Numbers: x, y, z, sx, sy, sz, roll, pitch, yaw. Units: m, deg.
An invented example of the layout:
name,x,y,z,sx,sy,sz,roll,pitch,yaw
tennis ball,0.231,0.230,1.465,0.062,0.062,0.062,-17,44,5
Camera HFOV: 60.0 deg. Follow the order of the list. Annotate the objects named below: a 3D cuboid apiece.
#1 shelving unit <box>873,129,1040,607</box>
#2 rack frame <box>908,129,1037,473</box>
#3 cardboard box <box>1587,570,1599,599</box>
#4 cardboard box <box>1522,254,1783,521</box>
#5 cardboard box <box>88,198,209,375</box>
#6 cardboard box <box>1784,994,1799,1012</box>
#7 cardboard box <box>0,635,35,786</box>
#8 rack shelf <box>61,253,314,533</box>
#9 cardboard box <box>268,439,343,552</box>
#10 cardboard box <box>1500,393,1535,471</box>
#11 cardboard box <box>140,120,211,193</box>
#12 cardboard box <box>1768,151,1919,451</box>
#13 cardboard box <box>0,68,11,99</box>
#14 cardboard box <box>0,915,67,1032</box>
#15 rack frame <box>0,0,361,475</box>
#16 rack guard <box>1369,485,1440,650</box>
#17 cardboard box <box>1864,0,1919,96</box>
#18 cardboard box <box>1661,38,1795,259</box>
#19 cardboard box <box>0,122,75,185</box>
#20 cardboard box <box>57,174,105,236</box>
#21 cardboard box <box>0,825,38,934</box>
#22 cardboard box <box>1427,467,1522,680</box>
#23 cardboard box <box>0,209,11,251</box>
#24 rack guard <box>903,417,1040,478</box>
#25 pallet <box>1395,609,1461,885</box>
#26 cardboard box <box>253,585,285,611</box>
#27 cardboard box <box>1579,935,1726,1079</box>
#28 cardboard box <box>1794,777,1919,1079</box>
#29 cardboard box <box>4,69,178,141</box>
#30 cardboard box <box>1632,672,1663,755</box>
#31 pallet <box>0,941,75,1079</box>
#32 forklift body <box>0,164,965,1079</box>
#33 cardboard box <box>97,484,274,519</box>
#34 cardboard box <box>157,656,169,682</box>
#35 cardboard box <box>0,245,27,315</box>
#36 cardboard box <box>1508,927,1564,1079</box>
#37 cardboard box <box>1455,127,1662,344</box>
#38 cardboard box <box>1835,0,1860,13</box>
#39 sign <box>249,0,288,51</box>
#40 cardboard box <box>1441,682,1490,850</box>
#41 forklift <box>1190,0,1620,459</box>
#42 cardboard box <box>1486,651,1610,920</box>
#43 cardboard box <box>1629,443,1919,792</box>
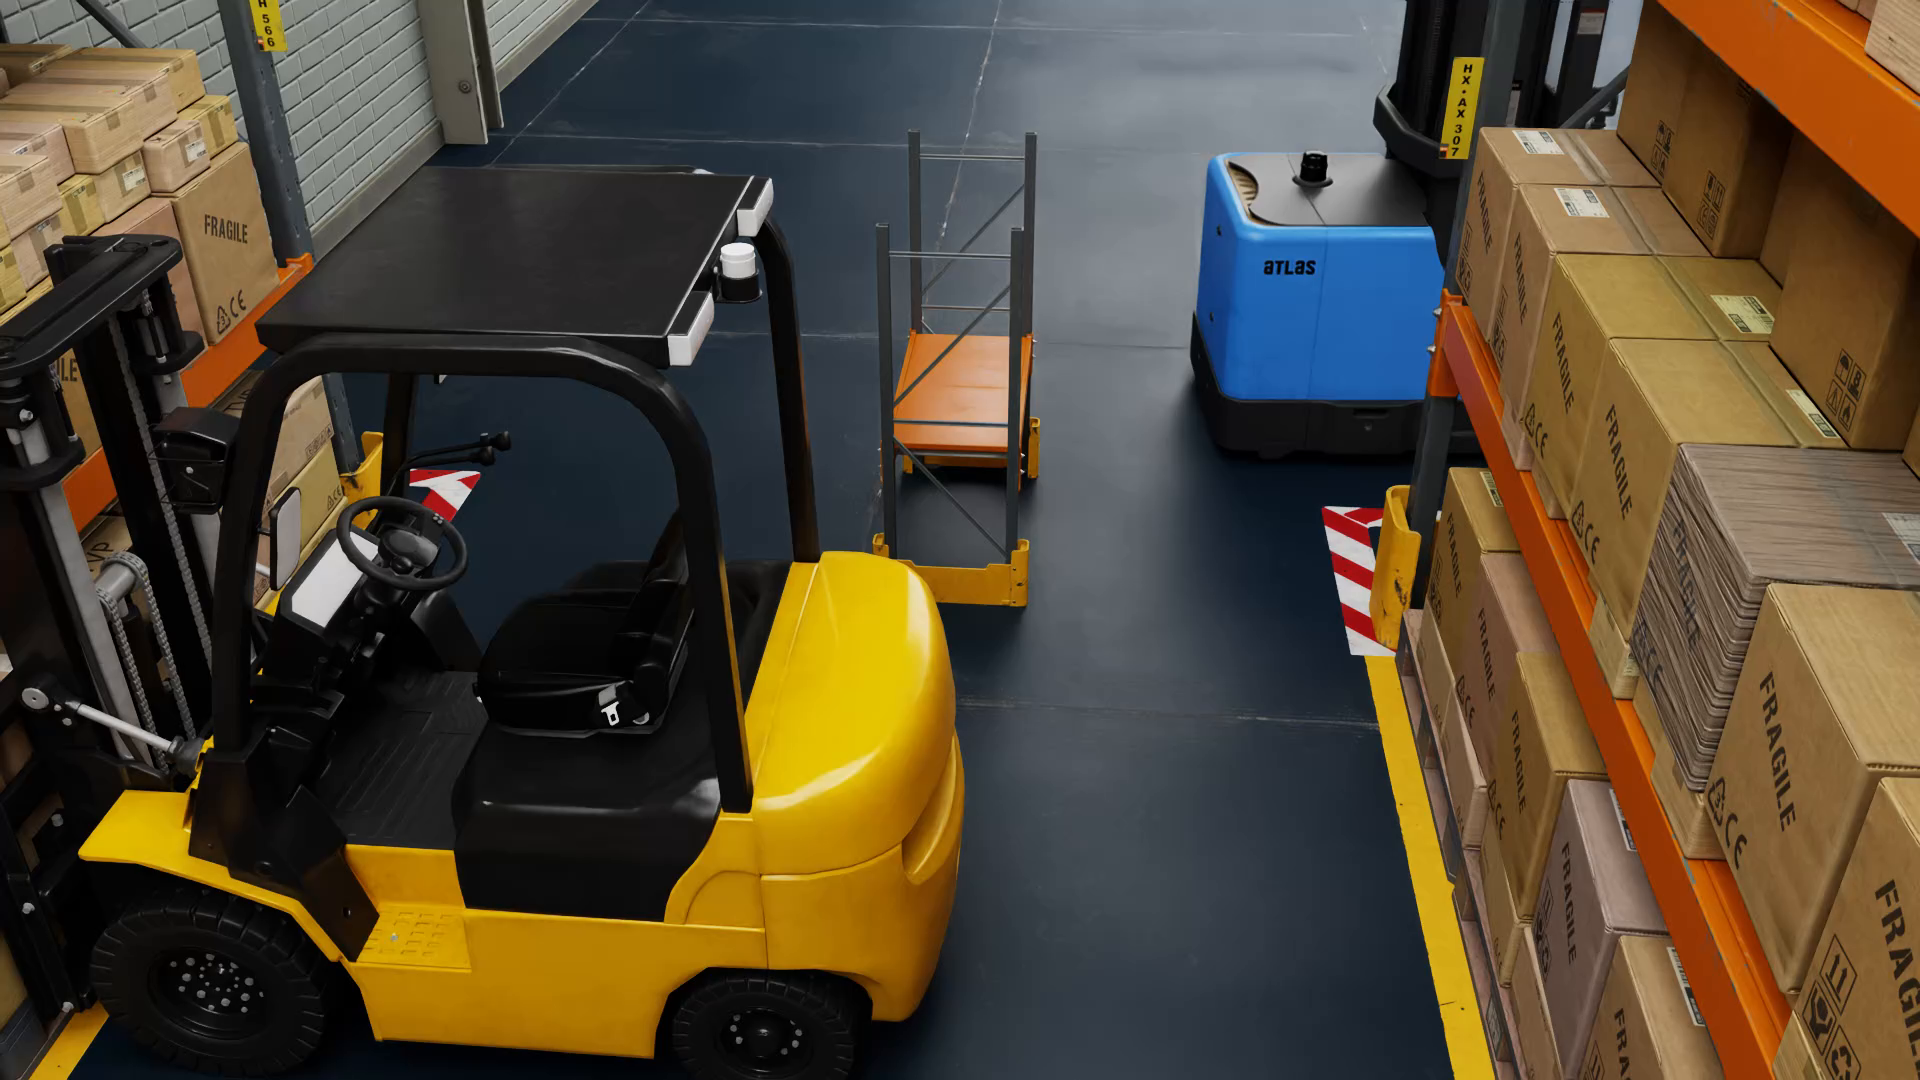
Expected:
name,x,y,z,sx,sy,sz,roll,pitch,yaw
shelving unit,0.006,-0.678,6.421,0.587,1.500,1.083,2,32,4
rack frame,0.048,-0.949,6.860,0.500,1.500,0.032,2,32,4
cardboard box,1.730,0.108,3.956,0.380,0.149,0.250,2,32,3
cardboard box,1.745,-0.377,4.123,0.500,0.500,0.500,2,32,3
cardboard box,-2.638,-0.694,4.922,0.500,0.500,0.500,3,32,6
cardboard box,1.648,0.773,2.876,0.380,0.149,0.250,3,32,4
cardboard box,-2.651,0.426,4.468,0.500,0.250,0.500,2,32,3
rack shelf,-2.971,0.161,4.315,1.077,0.370,4.000,2,32,4
cardboard box,-2.536,-0.144,5.868,0.500,0.250,0.500,2,32,3
cardboard box,1.730,-0.306,4.627,0.380,0.149,0.250,3,32,5
cardboard box,-2.549,-1.181,5.094,0.380,0.149,0.250,3,32,5
cardboard box,2.148,-0.509,3.385,0.700,0.500,0.500,2,32,4
cardboard box,-3.133,-1.333,5.057,0.380,0.149,0.250,4,32,6
cardboard box,-2.712,1.118,4.297,0.500,0.250,0.500,3,32,5
rack frame,-2.808,-1.191,5.823,1.000,3.000,0.127,2,32,4
rack guard,2.133,0.123,6.074,1.175,0.500,0.348,2,32,4
cardboard box,1.633,-0.775,2.528,0.380,0.149,0.250,3,32,5
cardboard box,2.266,-1.035,4.238,0.700,0.500,0.500,3,32,4
cardboard box,-2.705,-1.045,4.589,0.380,0.149,0.250,3,32,4
cardboard box,-2.662,-0.919,4.669,0.380,0.149,0.250,2,32,4
cardboard box,-2.696,0.914,4.151,0.500,0.250,0.500,2,32,4
cardboard box,1.796,0.114,5.211,0.500,0.500,0.500,1,32,2
cardboard box,-2.632,-0.768,4.140,0.380,0.149,0.250,3,32,5
rack guard,0.047,-0.407,7.172,0.587,0.250,0.087,2,32,4
pallet,2.032,0.669,5.462,1.003,0.211,1.213,2,32,4
cardboard box,-2.582,0.320,5.592,0.500,0.250,0.500,2,32,4
cardboard box,1.634,1.197,3.455,0.500,0.500,0.500,3,32,5
cardboard box,1.602,0.699,2.378,0.500,0.500,0.500,2,32,3
cardboard box,-2.617,-1.309,5.019,0.380,0.149,0.250,3,32,4
cardboard box,1.666,0.373,3.525,0.380,0.149,0.250,2,32,3
pallet,-2.931,1.034,4.871,1.003,0.211,1.213,2,32,4
forklift body,-1.145,0.240,4.310,2.313,2.155,1.214,2,32,4
cardboard box,-2.571,-0.103,5.326,0.500,0.250,0.500,3,32,5
cardboard box,-2.609,0.389,5.004,0.500,0.250,0.500,2,32,3
cardboard box,-2.637,-0.644,4.223,0.380,0.149,0.250,3,32,4
cardboard box,1.673,1.238,4.103,0.500,0.250,0.500,3,32,5
cardboard box,1.824,-0.914,4.995,0.500,0.500,0.500,2,32,3
cardboard box,1.756,-1.041,2.961,0.380,0.149,0.250,2,32,4
sign,-2.269,-1.754,5.408,0.100,0.325,0.005,2,32,4
cardboard box,1.749,0.688,4.996,0.500,0.250,0.500,4,32,6
forklift,2.631,-1.854,6.965,3.031,2.935,1.130,0,32,0
cardboard box,1.709,0.650,4.342,0.500,0.500,0.500,3,32,5
cardboard box,1.675,0.158,3.256,0.500,0.500,0.500,3,32,5
